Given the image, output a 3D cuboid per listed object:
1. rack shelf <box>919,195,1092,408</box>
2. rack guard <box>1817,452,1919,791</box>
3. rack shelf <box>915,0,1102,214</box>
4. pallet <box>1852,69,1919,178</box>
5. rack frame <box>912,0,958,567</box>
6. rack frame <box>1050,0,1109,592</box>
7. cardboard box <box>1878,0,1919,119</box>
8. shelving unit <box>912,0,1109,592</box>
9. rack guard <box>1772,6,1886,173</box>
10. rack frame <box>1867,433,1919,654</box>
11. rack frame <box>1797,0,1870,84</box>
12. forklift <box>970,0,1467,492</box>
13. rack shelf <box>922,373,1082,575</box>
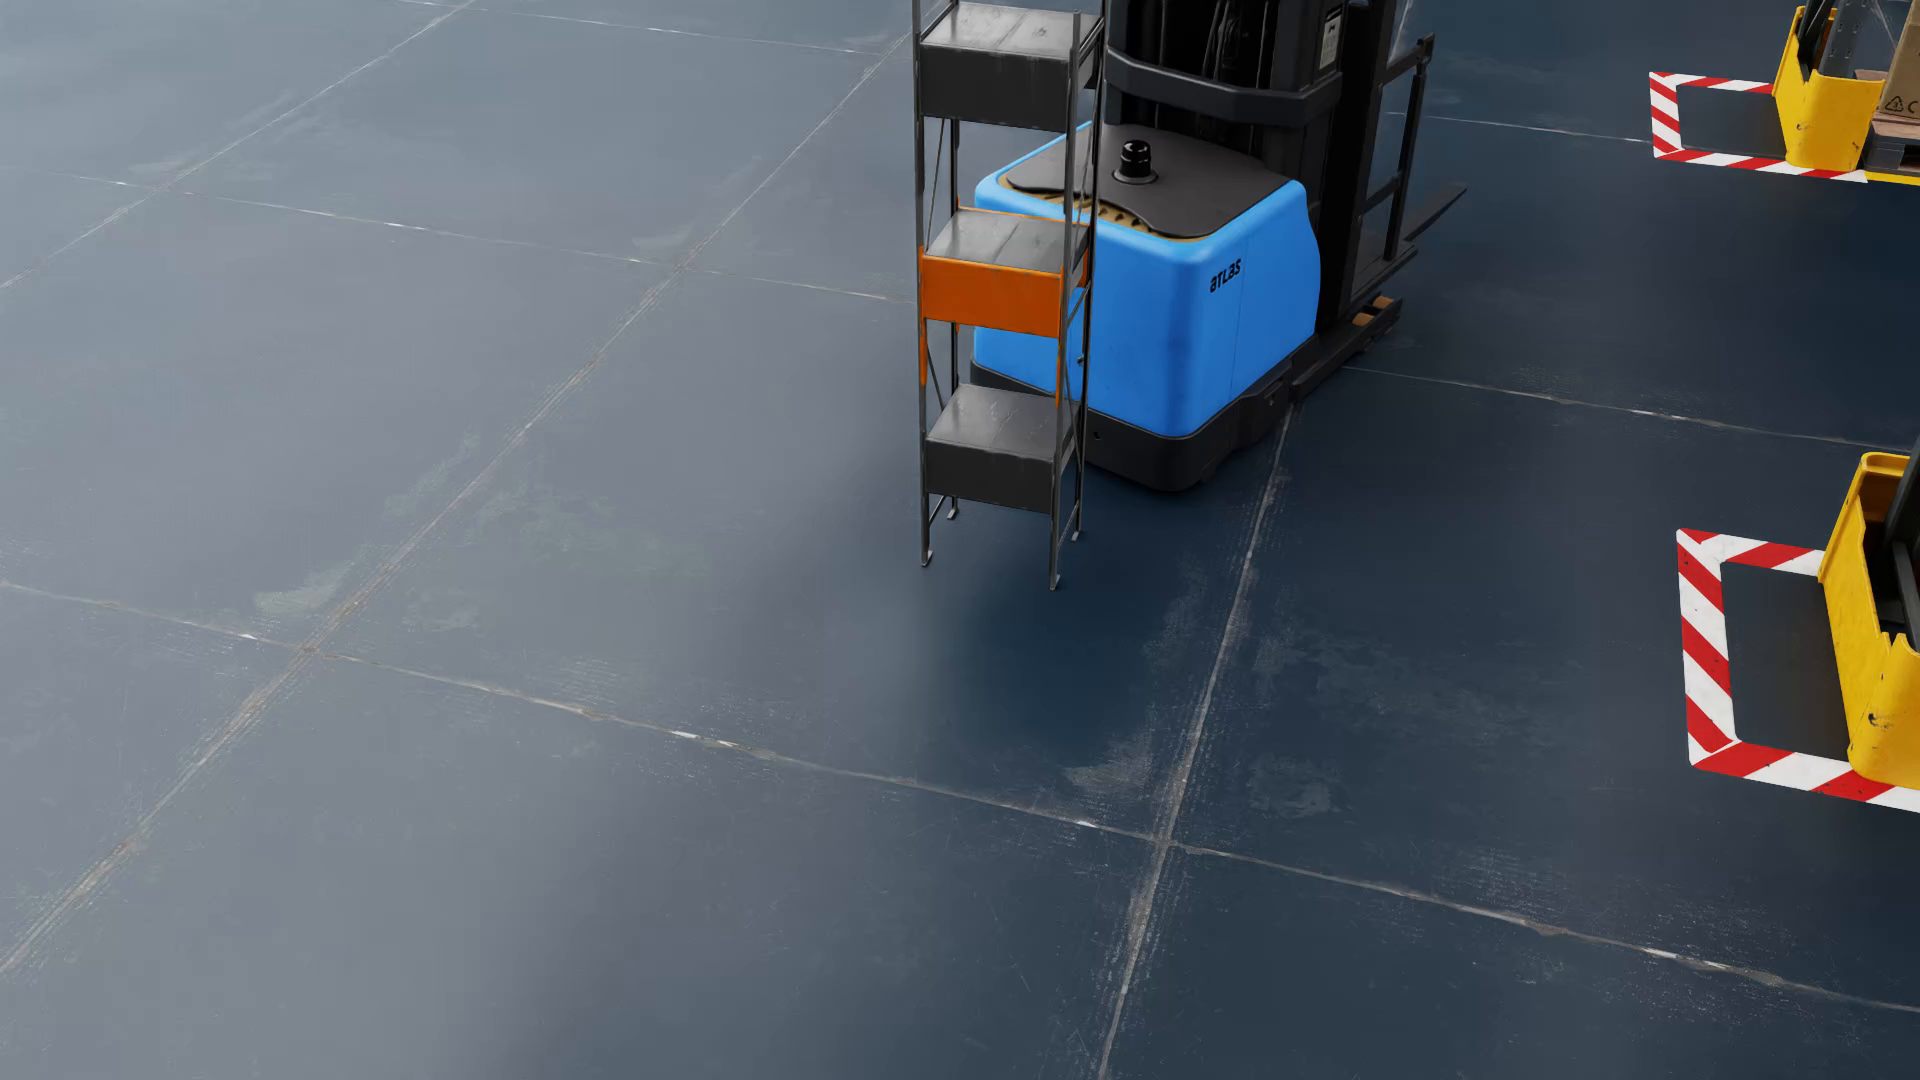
[{"bbox_3d":[0.158,-0.805,5.596,0.480,0.518,0.431,10,38,14],"label":"rack shelf"},{"bbox_3d":[3.148,0.245,5.496,0.348,0.500,1.175,10,38,14],"label":"rack guard"},{"bbox_3d":[0.158,-1.369,5.181,0.480,0.518,0.431,10,38,14],"label":"rack shelf"},{"bbox_3d":[5.583,-2.246,9.124,1.213,0.211,1.003,10,38,14],"label":"pallet"},{"bbox_3d":[-0.075,-0.860,5.646,0.015,2.100,0.400,10,38,14],"label":"rack frame"},{"bbox_3d":[0.391,-0.773,5.529,0.015,2.100,0.400,10,38,14],"label":"rack frame"},{"bbox_3d":[5.337,-2.589,8.991,0.500,0.500,0.500,18,40,22],"label":"cardboard box"},{"bbox_3d":[0.158,-0.816,5.588,0.503,2.100,0.431,10,38,14],"label":"shelving unit"},{"bbox_3d":[4.818,-2.526,9.260,0.348,0.500,1.175,10,38,14],"label":"rack guard"},{"bbox_3d":[3.170,-0.758,4.749,0.127,3.000,1.000,10,38,14],"label":"rack frame"},{"bbox_3d":[4.746,-3.546,8.538,0.127,3.000,1.000,10,38,14],"label":"rack frame"},{"bbox_3d":[1.338,-2.182,6.742,1.130,2.935,3.031,25,43,29],"label":"forklift"},{"bbox_3d":[0.158,-0.242,6.011,0.480,0.518,0.431,10,38,14],"label":"rack shelf"}]
